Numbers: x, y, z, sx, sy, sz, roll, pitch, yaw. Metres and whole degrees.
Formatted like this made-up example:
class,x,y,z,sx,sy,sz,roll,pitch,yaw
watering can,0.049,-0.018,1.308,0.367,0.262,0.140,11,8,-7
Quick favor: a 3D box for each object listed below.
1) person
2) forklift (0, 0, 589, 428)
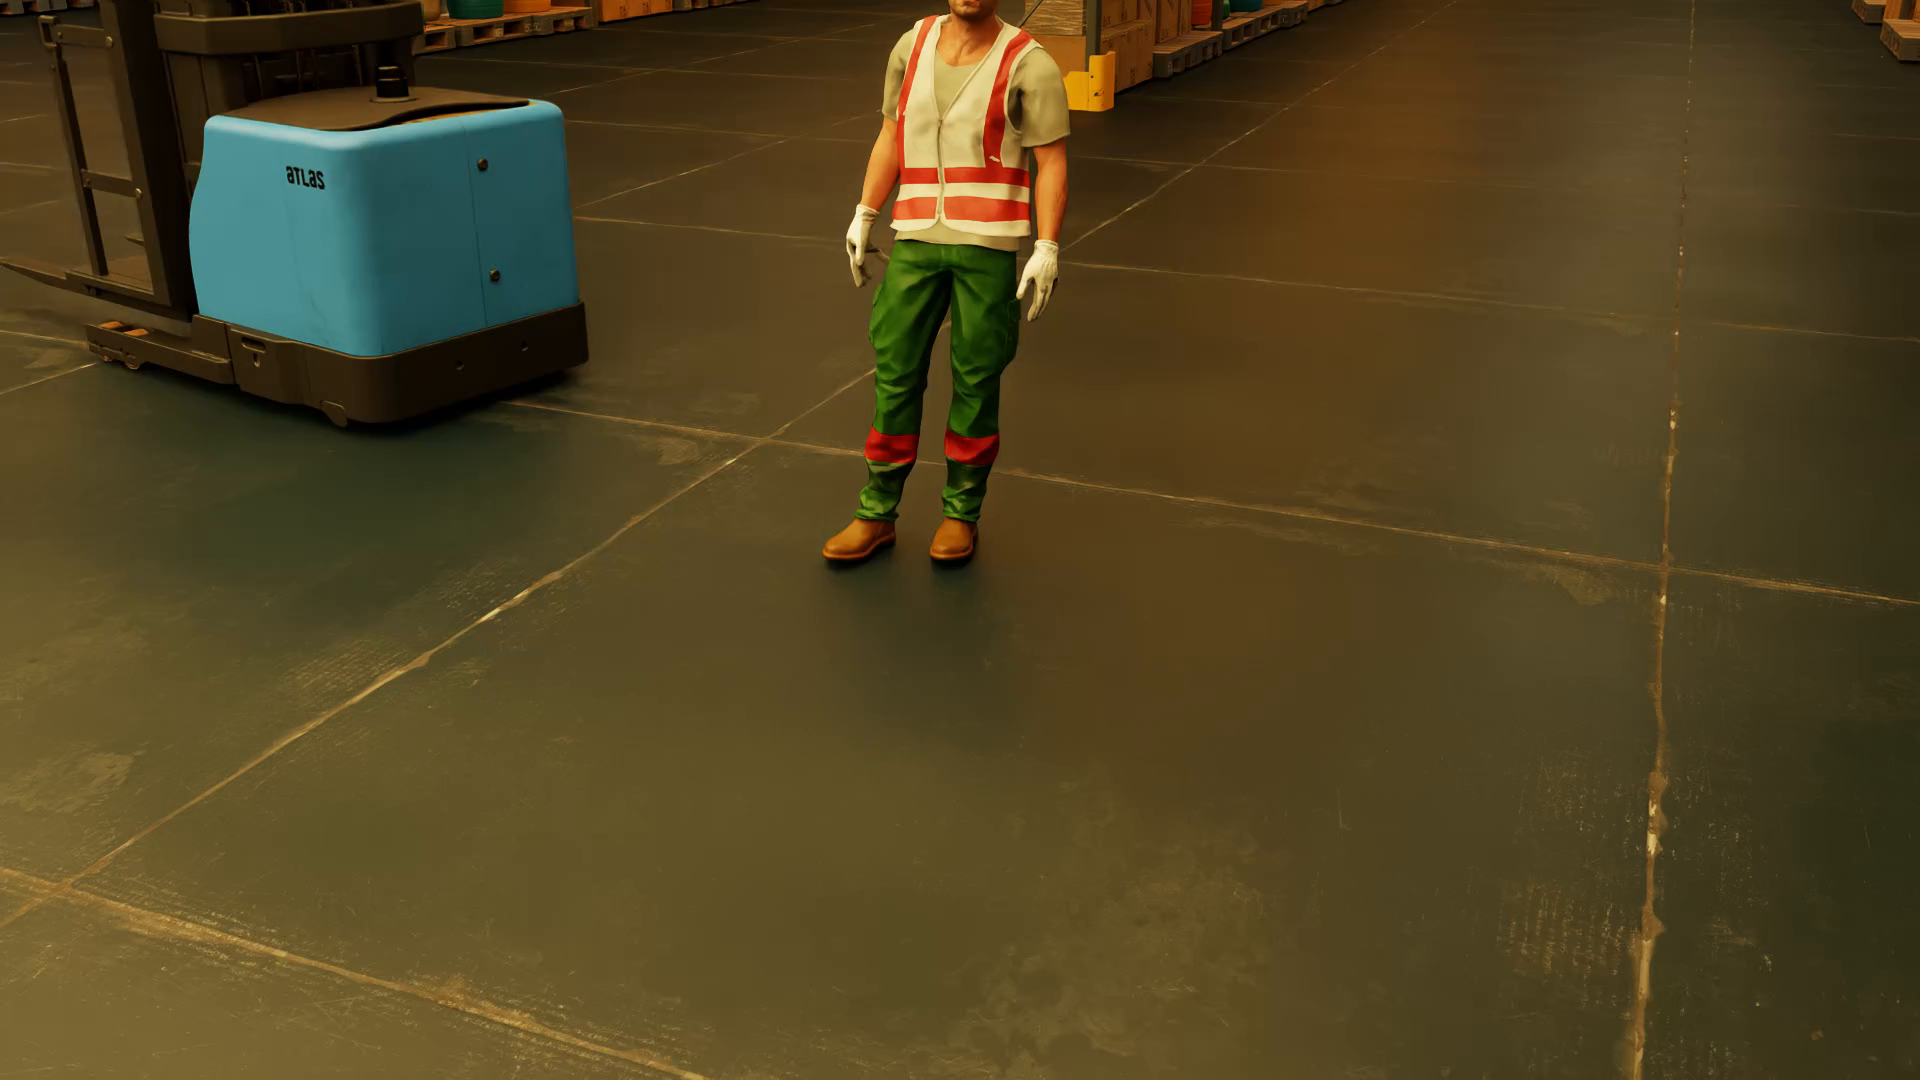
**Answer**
class,x,y,z,sx,sy,sz,roll,pitch,yaw
person,-0.042,-0.806,4.681,0.637,1.787,0.564,9,24,21
forklift,-2.970,-2.188,6.527,3.031,2.935,1.130,16,27,33
